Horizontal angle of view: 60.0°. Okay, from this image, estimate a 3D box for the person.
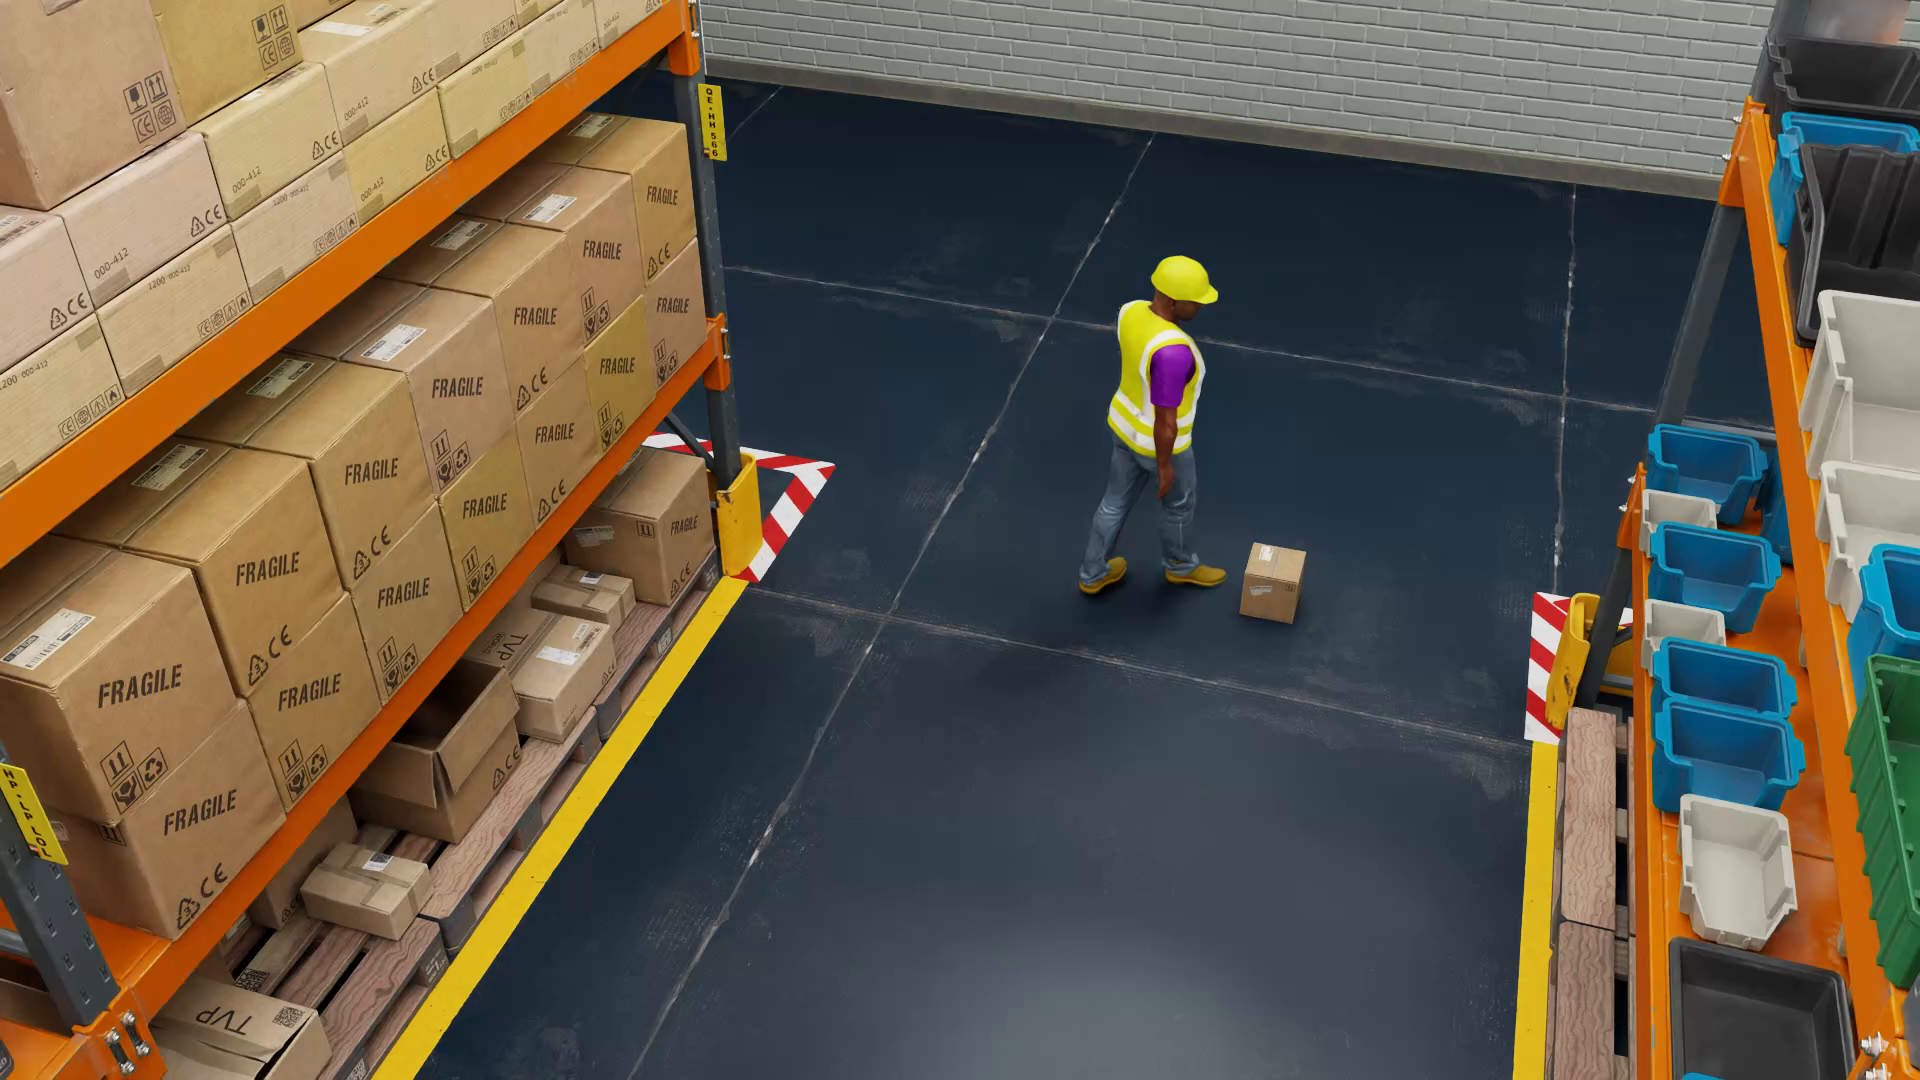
[{"bbox_3d":[-0.231,4.019,1.498,9.469,1.775,13.240,-17,40,-21],"label":"person"}]
